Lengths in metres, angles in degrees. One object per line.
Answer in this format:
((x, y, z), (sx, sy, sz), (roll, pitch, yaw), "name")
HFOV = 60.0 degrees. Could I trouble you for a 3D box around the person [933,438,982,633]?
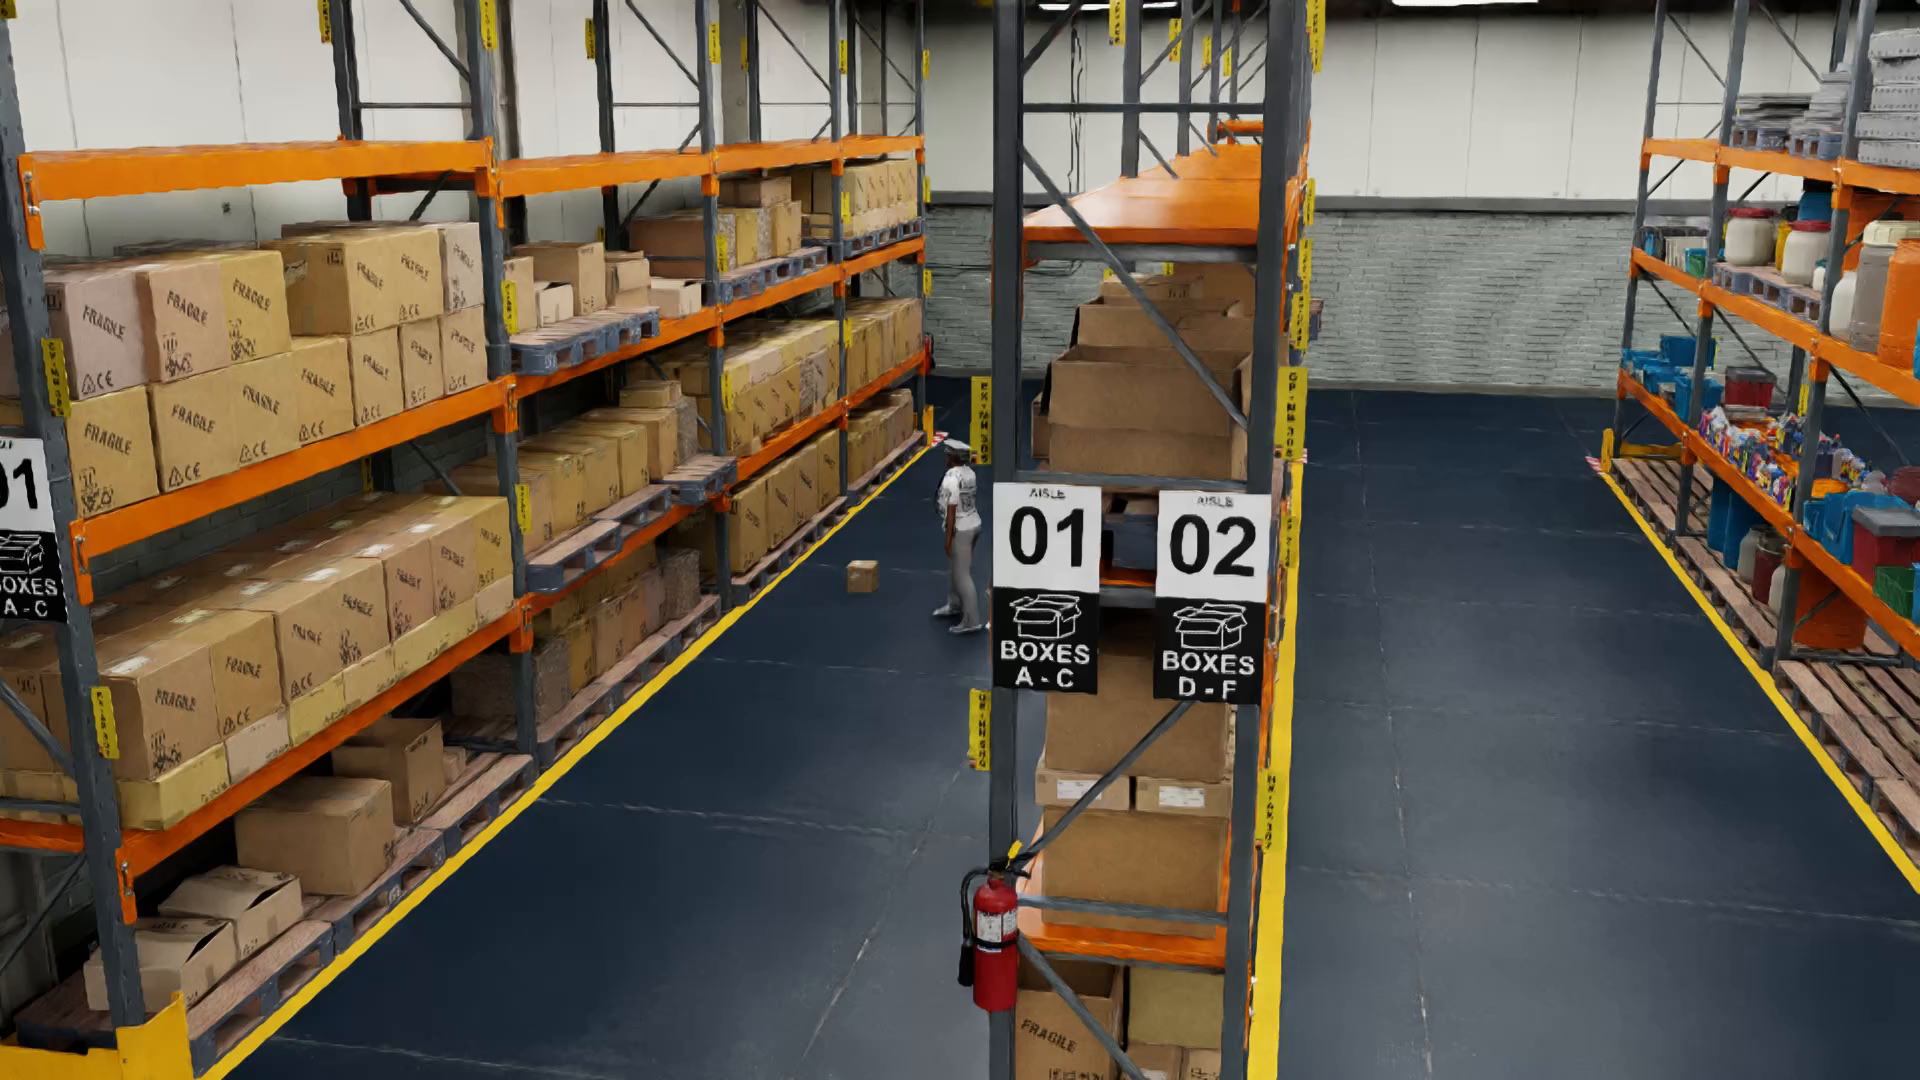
((-0.007, -0.048, 14.719), (0.578, 1.666, 0.572), (6, 16, 22), "person")
